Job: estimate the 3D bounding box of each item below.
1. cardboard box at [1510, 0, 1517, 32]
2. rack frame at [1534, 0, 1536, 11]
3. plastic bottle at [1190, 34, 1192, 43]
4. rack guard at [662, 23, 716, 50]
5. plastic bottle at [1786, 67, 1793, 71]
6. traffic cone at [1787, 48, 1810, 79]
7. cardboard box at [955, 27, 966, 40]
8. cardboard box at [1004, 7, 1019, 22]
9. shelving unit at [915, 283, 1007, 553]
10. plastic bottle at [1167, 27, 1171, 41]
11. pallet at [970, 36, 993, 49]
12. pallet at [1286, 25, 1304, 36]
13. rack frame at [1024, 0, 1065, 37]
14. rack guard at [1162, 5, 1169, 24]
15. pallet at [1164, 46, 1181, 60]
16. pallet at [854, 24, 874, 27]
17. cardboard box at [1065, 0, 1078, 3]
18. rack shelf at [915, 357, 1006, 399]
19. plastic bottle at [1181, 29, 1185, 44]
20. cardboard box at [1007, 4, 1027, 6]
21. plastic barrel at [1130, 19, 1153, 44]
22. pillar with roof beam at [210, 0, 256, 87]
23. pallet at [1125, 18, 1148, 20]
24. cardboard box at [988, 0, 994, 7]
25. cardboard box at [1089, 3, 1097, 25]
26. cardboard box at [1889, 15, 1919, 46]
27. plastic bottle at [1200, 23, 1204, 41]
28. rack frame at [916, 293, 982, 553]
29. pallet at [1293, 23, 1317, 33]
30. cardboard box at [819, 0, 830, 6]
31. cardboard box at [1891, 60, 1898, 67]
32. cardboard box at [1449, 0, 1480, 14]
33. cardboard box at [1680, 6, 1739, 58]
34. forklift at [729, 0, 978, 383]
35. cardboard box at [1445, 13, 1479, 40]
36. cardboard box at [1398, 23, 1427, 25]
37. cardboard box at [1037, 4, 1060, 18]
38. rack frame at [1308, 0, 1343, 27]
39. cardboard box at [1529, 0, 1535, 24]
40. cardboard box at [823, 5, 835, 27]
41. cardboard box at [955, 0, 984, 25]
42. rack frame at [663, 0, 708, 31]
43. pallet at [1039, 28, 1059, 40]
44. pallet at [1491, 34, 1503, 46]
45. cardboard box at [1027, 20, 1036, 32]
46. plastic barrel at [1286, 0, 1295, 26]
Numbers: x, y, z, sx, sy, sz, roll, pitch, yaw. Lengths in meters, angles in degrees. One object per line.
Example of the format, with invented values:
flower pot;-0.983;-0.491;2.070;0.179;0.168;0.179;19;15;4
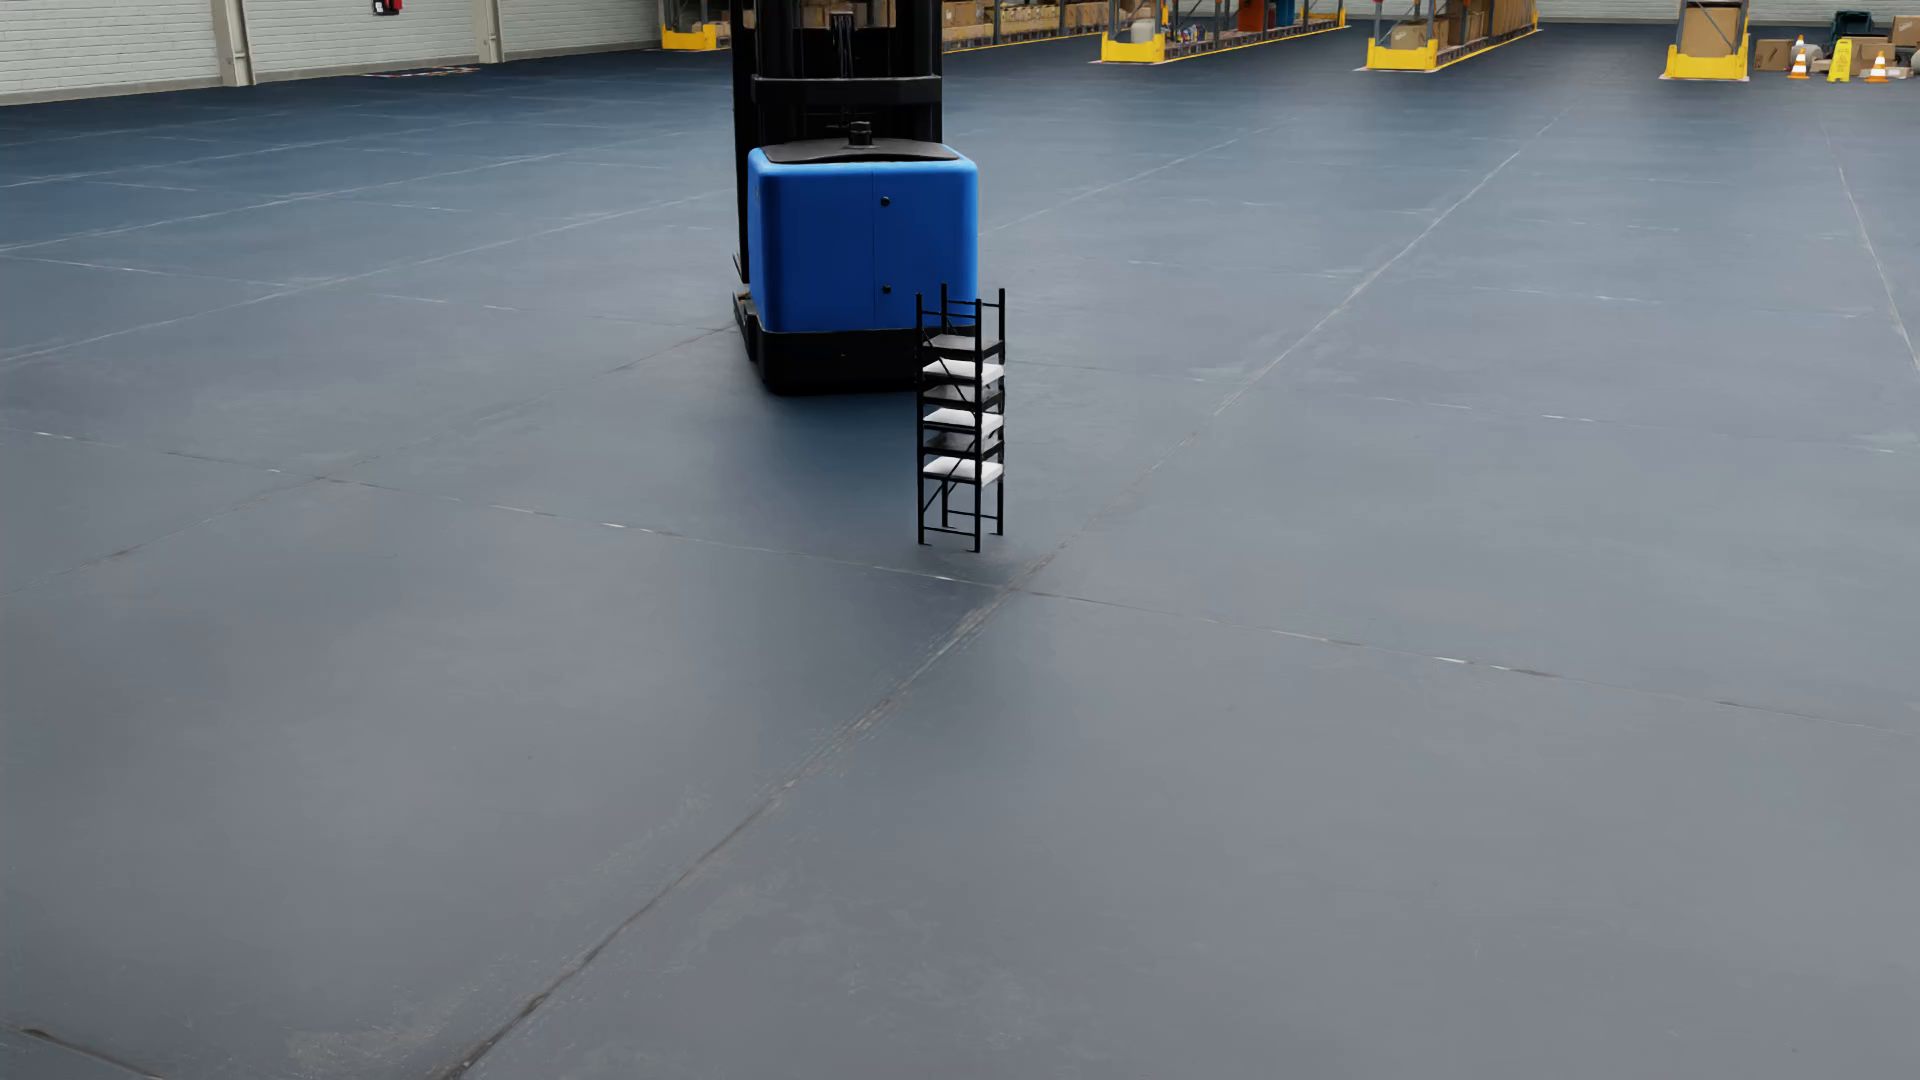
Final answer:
cardboard box;12.097;-12.158;38.222;1.225;0.875;0.875;8;21;21
rack frame;14.344;-14.655;42.701;1.000;3.000;0.127;9;21;23
plastic bottle;4.606;-10.073;33.335;0.097;0.201;0.097;0;20;0
rack guard;-5.734;-10.649;35.165;1.175;0.500;0.348;9;21;23
plastic bottle;14.474;-8.145;28.781;0.283;0.061;0.133;1;20;4
traffic cone;13.788;-7.825;27.281;0.336;0.463;0.334;9;21;23
cardboard box;-0.206;-10.619;34.827;0.500;0.250;0.500;9;21;23
cardboard box;1.000;-11.758;37.195;0.500;0.311;0.500;8;21;22
shelving unit;0.003;-0.426;5.825;0.258;0.900;0.210;9;21;23
plastic bottle;4.253;-10.338;33.976;0.097;0.271;0.097;0;20;0
pallet;0.030;-10.796;36.011;1.003;0.211;1.213;9;21;23
pallet;7.833;-12.568;40.994;1.003;0.211;1.213;9;21;23
rack frame;2.031;-13.570;39.650;1.000;3.000;0.127;9;21;23
rack guard;5.276;-14.815;46.880;1.175;0.500;0.348;9;21;23
pallet;3.599;-9.407;32.106;1.003;0.211;1.213;9;21;23
pallet;-2.811;-12.696;41.354;1.003;0.211;1.213;9;21;23
cardboard box;2.635;-13.602;41.695;0.500;0.250;0.500;8;21;22
rack shelf;0.003;-0.565;5.776;0.258;0.077;0.200;9;21;23
plastic bottle;4.409;-9.949;32.866;0.061;0.283;0.133;9;21;24
cardboard box;1.342;-12.455;39.155;0.500;0.311;0.500;8;21;21
plastic barrel;3.473;-9.681;31.801;0.421;0.512;0.421;0;20;0
pillar with roof beam;-7.254;-10.703;22.636;9.100;9.000;0.400;9;21;23
pallet;4.450;-14.063;45.198;1.003;0.211;1.213;9;21;23
cardboard box;0.591;-15.487;48.143;0.700;0.500;0.500;9;21;23
cardboard box;3.107;-13.173;41.608;0.500;0.500;0.500;8;21;21
cardboard box;16.834;-9.041;29.516;0.500;0.500;0.500;9;21;23
plastic bottle;4.910;-10.389;34.003;0.144;0.351;0.185;8;21;21
rack frame;-0.038;-0.395;5.738;0.240;0.900;0.006;9;21;23
pallet;8.453;-13.028;42.288;1.003;0.211;1.213;9;21;23
cardboard box;-3.454;-12.931;39.807;0.500;0.250;0.500;8;21;21
cardboard box;16.179;-8.384;29.149;0.258;0.266;0.396;-5;20;-15
cardboard box;10.613;-11.220;34.997;0.500;0.250;0.500;11;22;29
cardboard box;12.493;-8.466;27.841;0.875;0.875;0.875;9;21;23
forklift;-0.683;-2.576;8.837;1.130;2.935;3.031;-4;20;-10
cardboard box;10.370;-10.686;34.614;0.700;0.500;0.500;11;22;27
cardboard box;8.276;-9.160;30.354;0.500;0.500;0.500;15;25;37
cardboard box;2.042;-12.543;39.401;0.500;0.311;0.500;9;22;24
rack frame;9.825;-15.335;44.612;1.000;3.000;0.127;9;21;23
cardboard box;14.154;-13.645;42.406;0.875;0.875;0.875;9;21;23
cardboard box;-3.430;-12.598;39.990;0.700;0.500;0.500;9;21;23
cardboard box;0.188;-11.280;35.568;0.500;0.500;0.500;9;21;23
rack frame;-5.765;-11.803;34.681;1.000;3.000;0.127;9;21;23
pallet;1.659;-12.010;39.424;1.003;0.211;1.213;9;21;23
pallet;11.459;-11.127;36.940;1.003;0.211;1.213;9;21;23
cardboard box;1.414;-11.809;38.175;0.500;0.250;0.500;9;21;24
plastic barrel;7.949;-13.157;40.994;0.600;0.901;0.708;9;21;23
